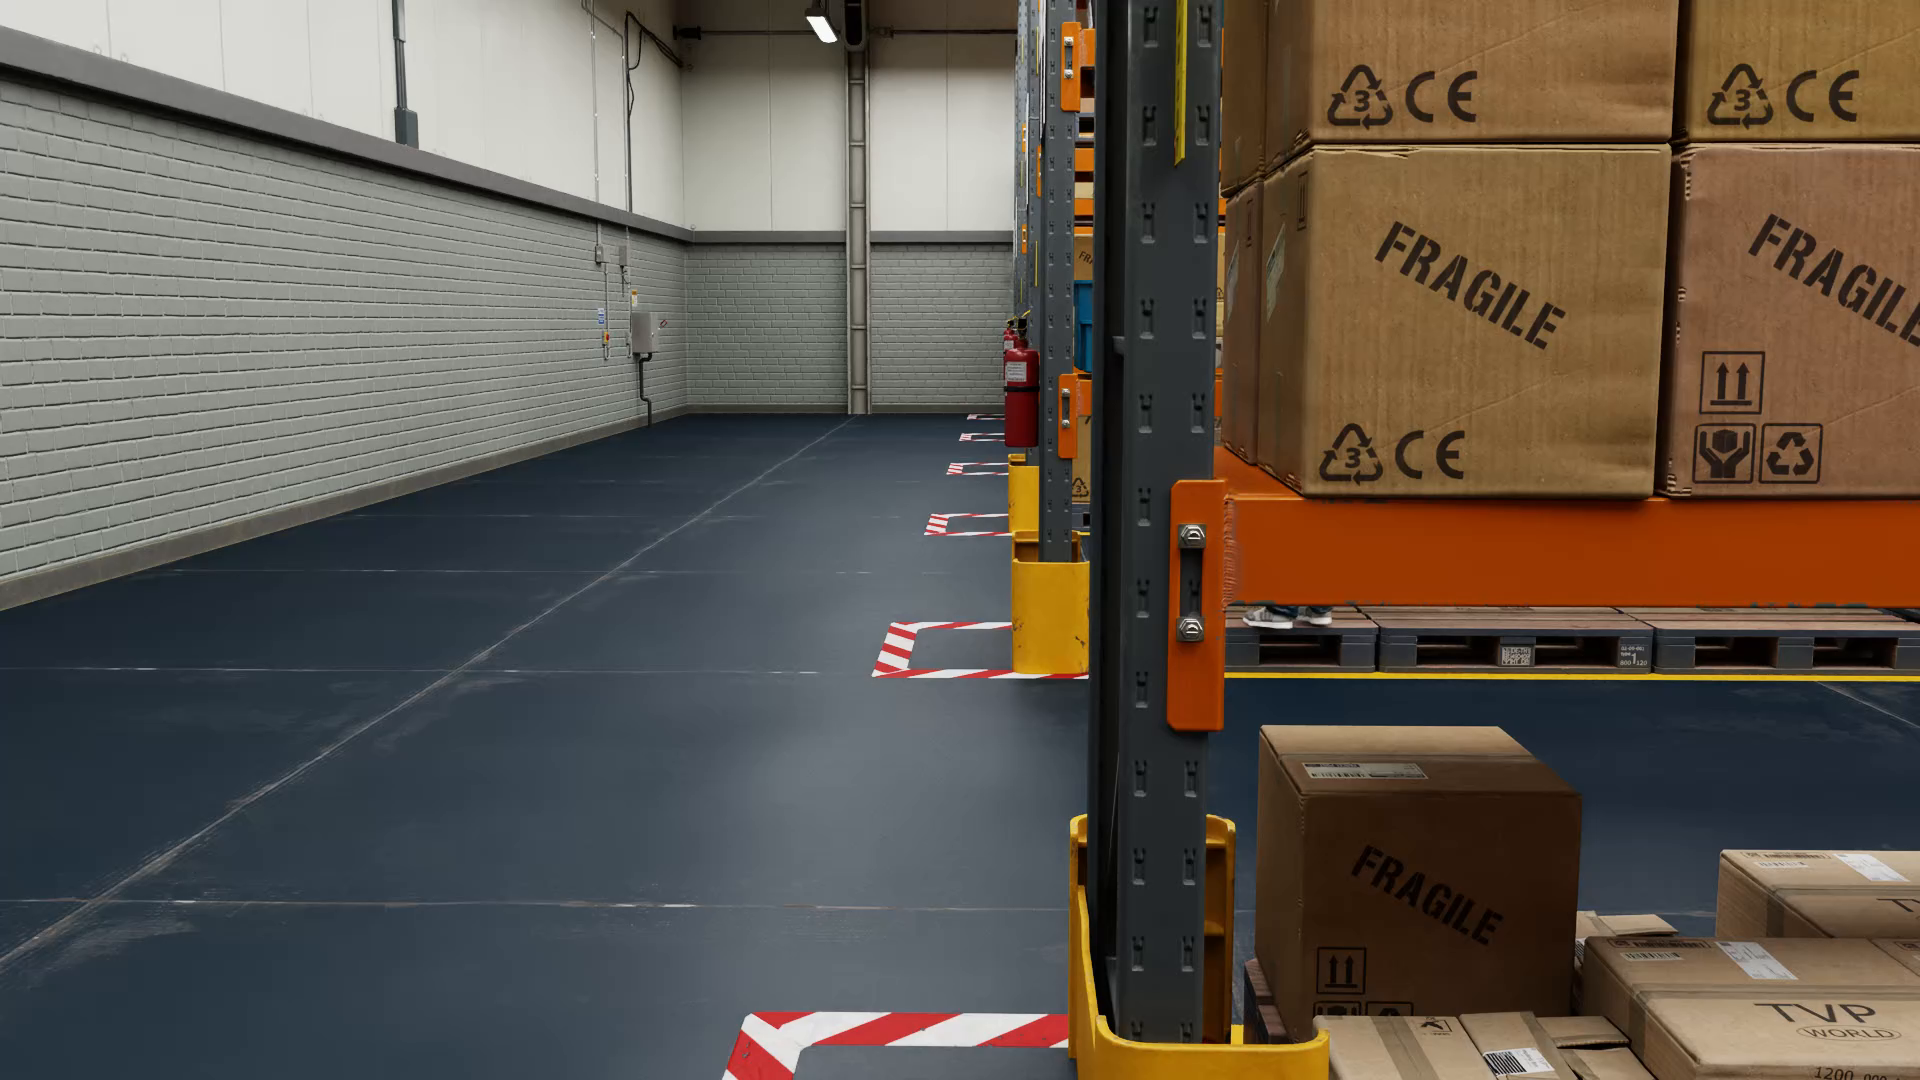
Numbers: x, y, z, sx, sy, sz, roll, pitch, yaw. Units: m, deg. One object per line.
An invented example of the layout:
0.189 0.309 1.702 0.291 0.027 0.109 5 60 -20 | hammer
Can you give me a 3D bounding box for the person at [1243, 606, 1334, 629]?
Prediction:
1.466 -0.401 7.294 0.469 1.590 0.346 -4 8 -28 | person
